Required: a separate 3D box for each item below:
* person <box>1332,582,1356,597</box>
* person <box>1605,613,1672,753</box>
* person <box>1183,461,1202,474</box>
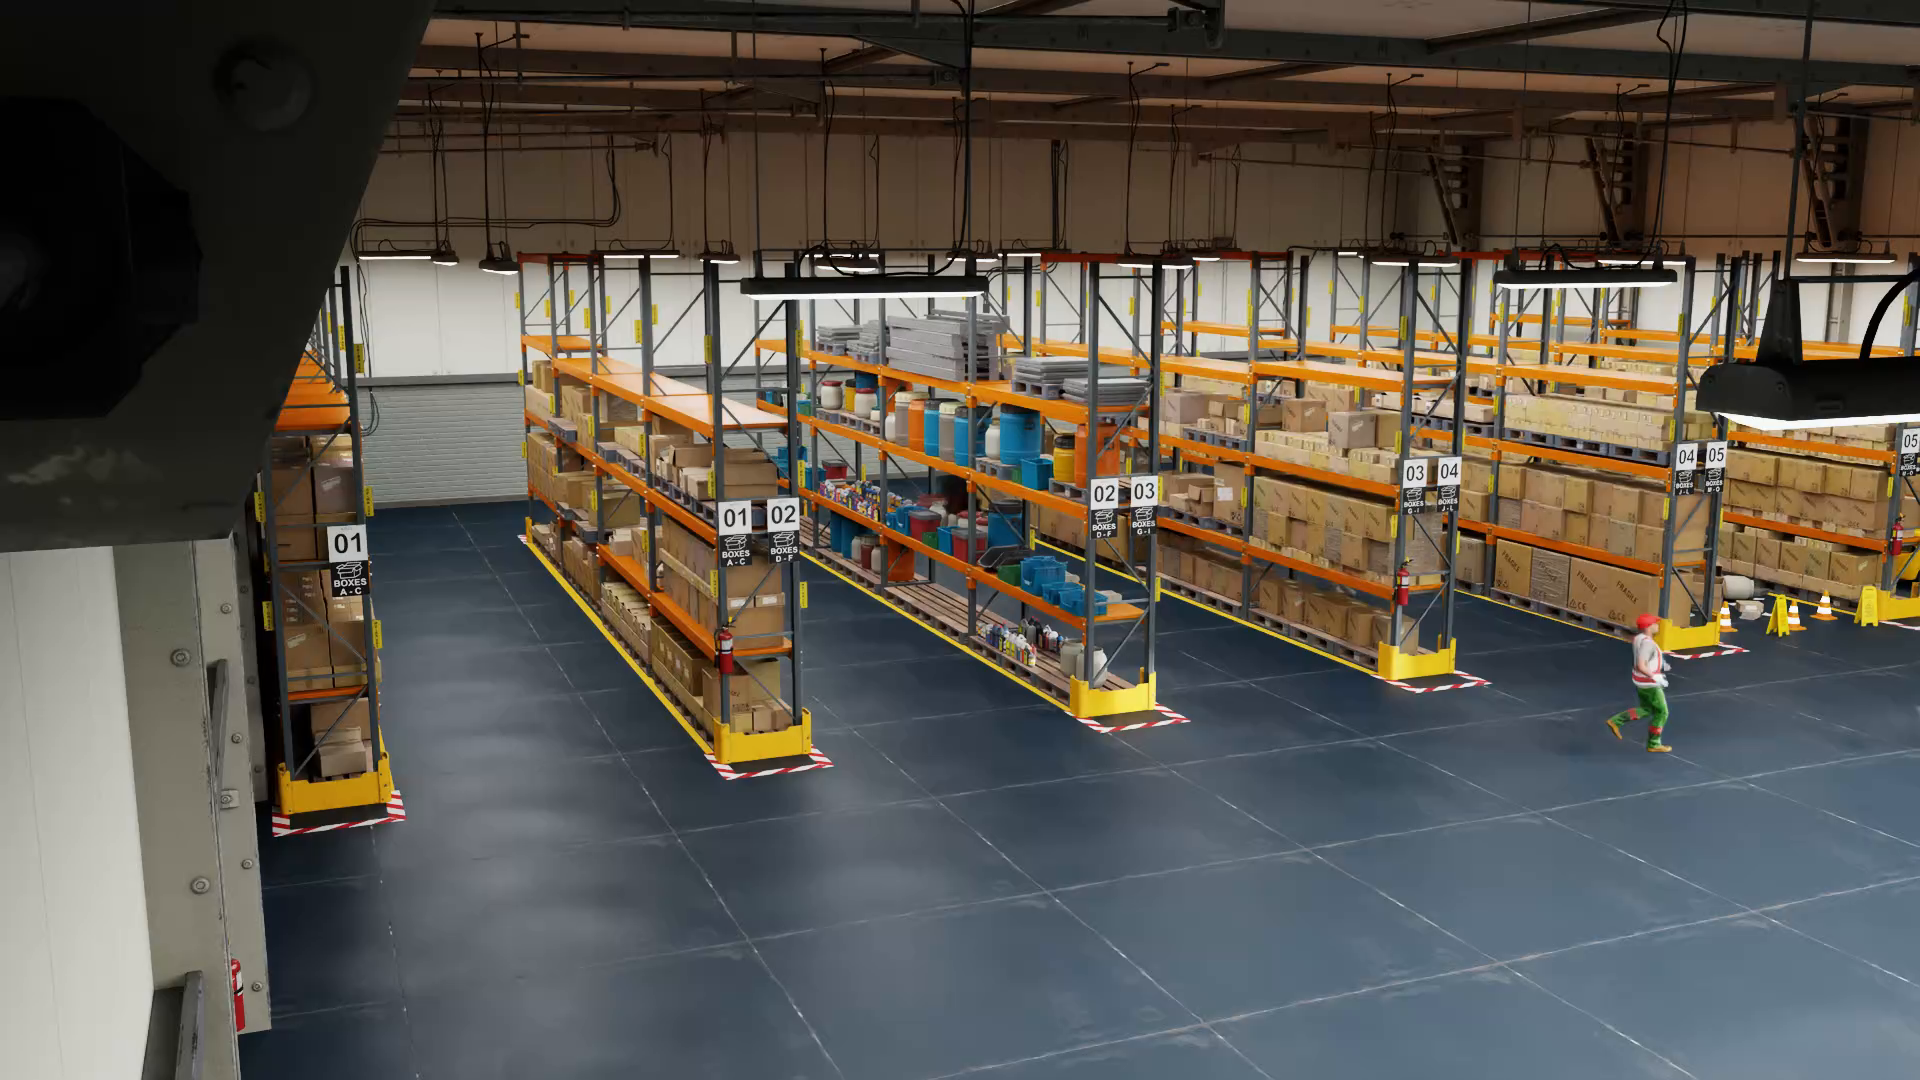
[{"bbox_3d":[6.890,0.137,29.455,0.699,1.760,0.665,-5,12,-26],"label":"person"},{"bbox_3d":[8.446,1.765,20.548,0.780,1.748,0.663,2,11,9],"label":"person"},{"bbox_3d":[5.857,-2.015,41.509,0.637,1.702,0.644,6,12,31],"label":"person"}]
